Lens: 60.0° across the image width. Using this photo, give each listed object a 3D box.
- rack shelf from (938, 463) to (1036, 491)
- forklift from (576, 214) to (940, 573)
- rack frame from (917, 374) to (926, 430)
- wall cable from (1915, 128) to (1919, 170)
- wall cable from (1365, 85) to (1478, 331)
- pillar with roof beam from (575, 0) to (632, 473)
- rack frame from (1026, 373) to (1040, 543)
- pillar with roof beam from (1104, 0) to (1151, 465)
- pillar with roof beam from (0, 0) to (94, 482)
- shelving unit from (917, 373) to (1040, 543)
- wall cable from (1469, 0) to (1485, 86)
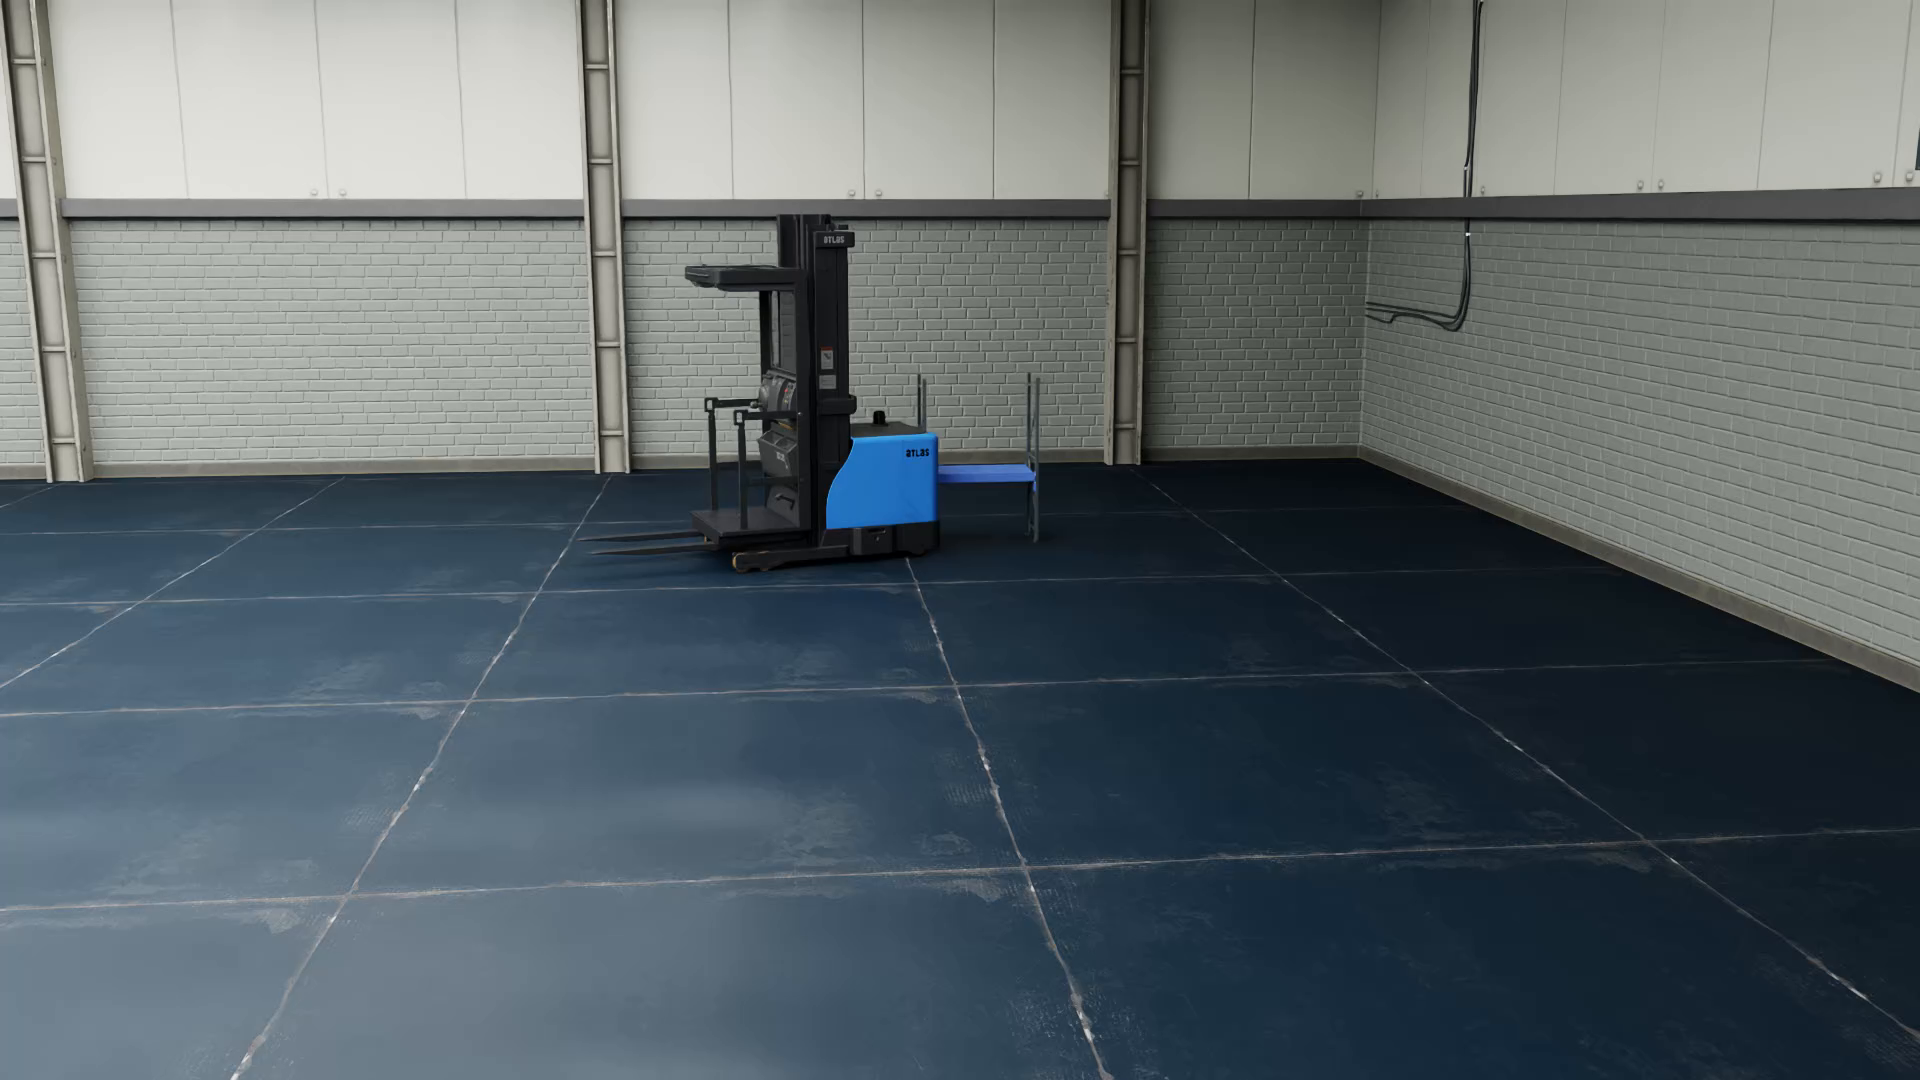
[{"bbox_3d":[0.159,-0.569,15.189,1.000,0.185,0.538,-1,11,-7],"label":"rack shelf"},{"bbox_3d":[-1.743,-1.282,14.171,3.031,2.935,1.130,-5,12,-22],"label":"forklift"},{"bbox_3d":[-0.345,-0.733,15.092,0.032,1.500,0.500,-1,11,-7],"label":"rack frame"},{"bbox_3d":[6.027,-4.996,8.517,0.169,6.003,2.305,-1,11,-6],"label":"wall cable"},{"bbox_3d":[5.017,-3.624,18.406,0.112,2.526,3.097,-1,11,-6],"label":"wall cable"},{"bbox_3d":[-3.554,-4.389,14.250,0.400,9.000,9.100,-1,11,-6],"label":"pillar with roof beam"},{"bbox_3d":[0.664,-0.758,15.216,0.032,1.500,0.500,-1,11,-7],"label":"rack frame"},{"bbox_3d":[2.411,-4.514,14.885,0.400,9.000,9.100,-1,11,-6],"label":"pillar with roof beam"},{"bbox_3d":[-9.519,-4.264,13.614,0.400,9.000,9.100,-1,11,-6],"label":"pillar with roof beam"},{"bbox_3d":[0.159,-0.745,15.154,1.048,1.500,0.538,-1,11,-7],"label":"shelving unit"},{"bbox_3d":[5.309,-5.583,15.280,0.112,2.526,3.097,-1,11,-6],"label":"wall cable"}]
